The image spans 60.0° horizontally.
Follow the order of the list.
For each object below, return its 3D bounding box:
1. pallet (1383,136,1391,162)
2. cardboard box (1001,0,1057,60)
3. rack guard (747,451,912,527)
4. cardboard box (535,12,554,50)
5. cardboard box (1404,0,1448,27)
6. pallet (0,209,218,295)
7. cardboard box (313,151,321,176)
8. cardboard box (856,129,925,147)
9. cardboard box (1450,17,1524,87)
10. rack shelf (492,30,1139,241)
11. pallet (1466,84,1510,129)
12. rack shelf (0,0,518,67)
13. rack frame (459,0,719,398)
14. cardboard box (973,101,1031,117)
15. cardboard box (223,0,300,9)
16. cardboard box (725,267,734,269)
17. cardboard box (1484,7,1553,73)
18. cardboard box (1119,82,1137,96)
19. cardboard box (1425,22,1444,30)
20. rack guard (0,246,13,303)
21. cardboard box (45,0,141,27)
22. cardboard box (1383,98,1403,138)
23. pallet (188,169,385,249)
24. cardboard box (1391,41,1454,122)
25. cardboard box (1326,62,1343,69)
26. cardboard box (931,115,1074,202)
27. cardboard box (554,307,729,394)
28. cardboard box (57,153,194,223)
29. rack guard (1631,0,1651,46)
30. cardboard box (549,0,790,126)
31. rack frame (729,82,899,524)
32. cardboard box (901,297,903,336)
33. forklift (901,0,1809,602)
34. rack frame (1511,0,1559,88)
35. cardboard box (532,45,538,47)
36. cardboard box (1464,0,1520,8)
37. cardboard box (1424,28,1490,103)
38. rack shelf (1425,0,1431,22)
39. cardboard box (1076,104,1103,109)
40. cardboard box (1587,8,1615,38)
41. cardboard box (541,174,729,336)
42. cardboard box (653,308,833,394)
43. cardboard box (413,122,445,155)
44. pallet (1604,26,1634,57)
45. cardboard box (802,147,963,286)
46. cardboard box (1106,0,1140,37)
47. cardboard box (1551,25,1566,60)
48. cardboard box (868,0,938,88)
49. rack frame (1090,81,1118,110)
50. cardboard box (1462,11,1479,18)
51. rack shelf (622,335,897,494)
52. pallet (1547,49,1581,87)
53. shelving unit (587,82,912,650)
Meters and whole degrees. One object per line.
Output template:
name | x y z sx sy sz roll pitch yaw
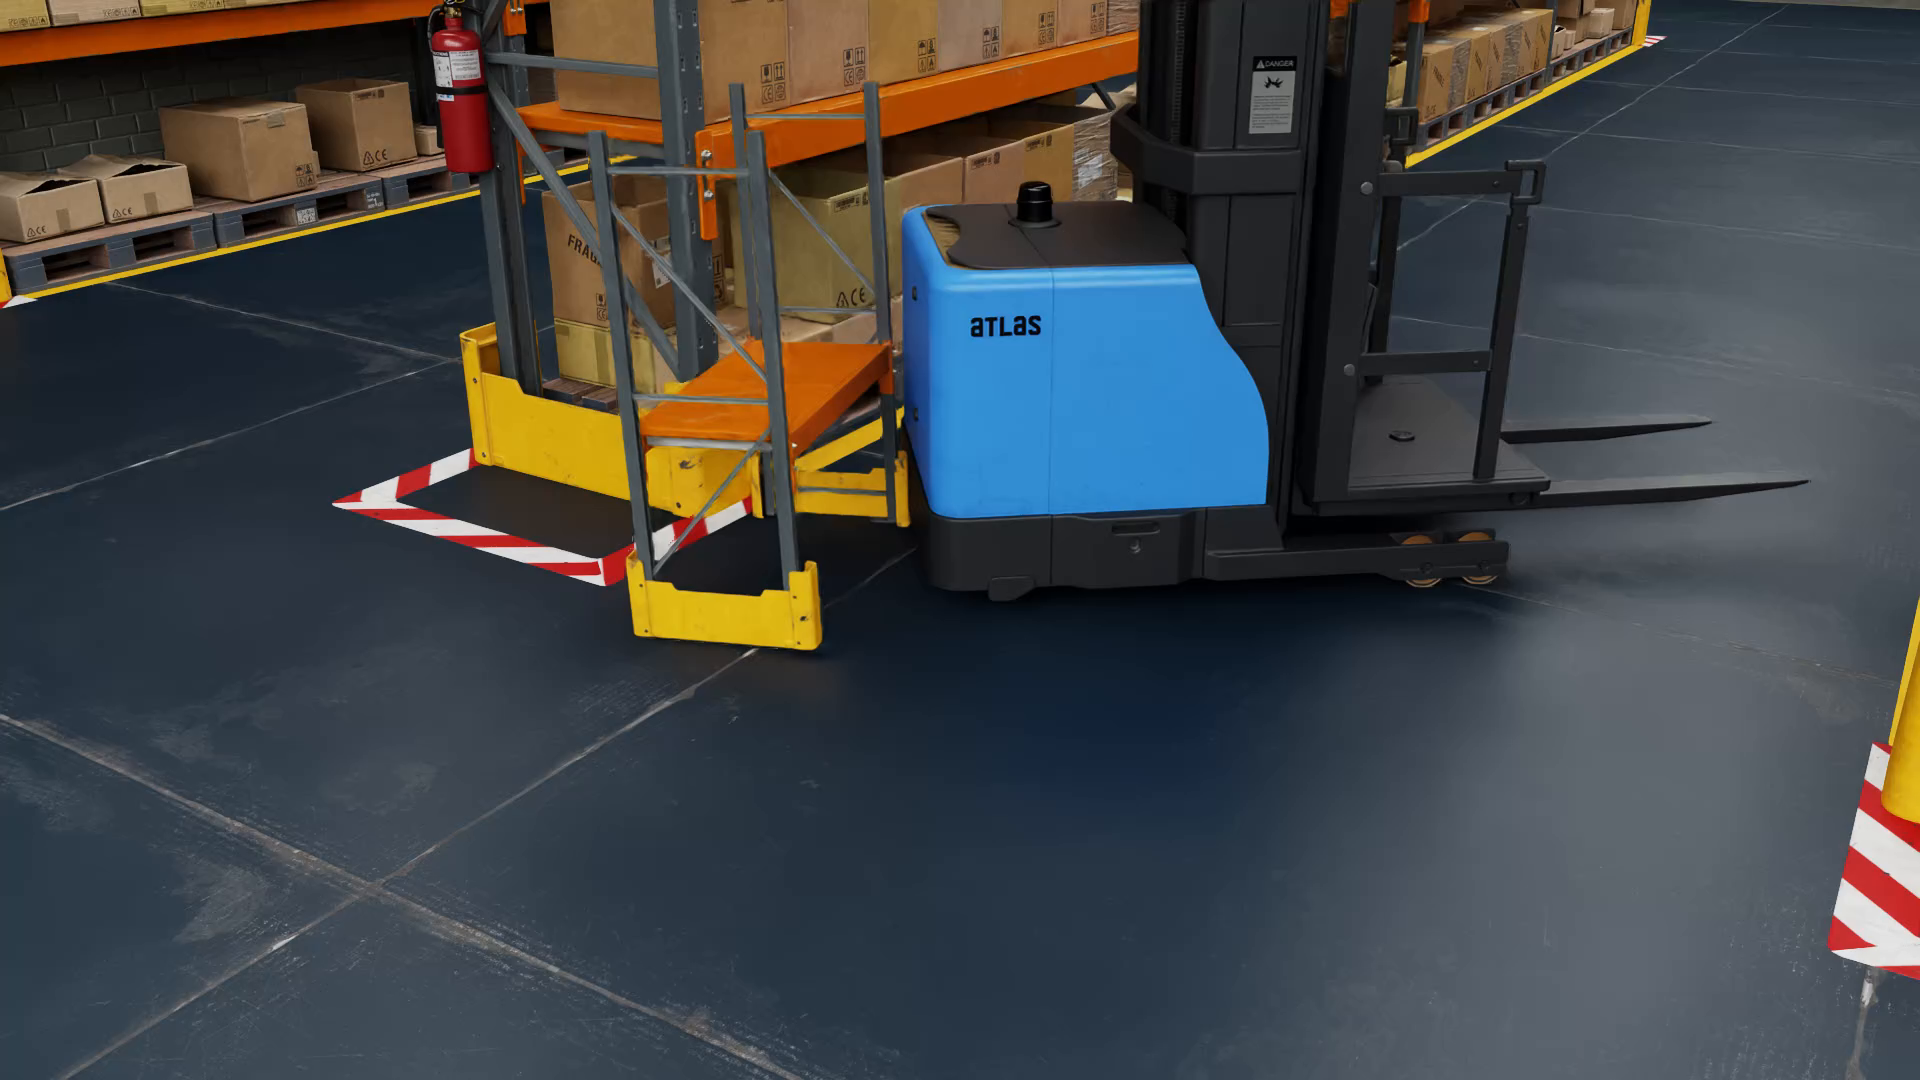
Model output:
pallet | 2.438 -2.783 11.912 1.003 0.211 1.213 14 27 29
cardboard box | 0.026 -2.529 7.690 0.700 0.500 0.500 14 27 30
rack guard | -0.454 -0.194 5.855 0.587 0.250 0.087 4 23 14
cardboard box | -2.812 -3.819 12.445 0.500 0.250 0.500 13 27 28
cardboard box | 3.761 -4.462 13.929 0.500 0.250 0.500 13 27 28
pallet | -5.027 -1.681 9.368 1.003 0.211 1.213 14 27 29
cardboard box | -4.276 -2.377 10.499 0.380 0.149 0.250 12 26 25
cardboard box | -0.505 -1.659 7.796 0.500 0.500 0.500 14 27 29
cardboard box | 4.465 -4.176 14.213 0.500 0.500 0.500 14 27 30
rack shelf | -0.260 -1.977 7.446 1.077 0.370 4.000 14 27 29
pallet | 3.975 -3.706 14.046 1.003 0.211 1.213 14 27 29
rack shelf | -4.470 -3.014 9.841 1.077 0.370 4.000 14 27 29
rack frame | -1.315 -1.632 5.744 1.000 3.000 0.127 14 27 29
cardboard box | 0.027 -1.996 8.573 0.500 0.500 0.500 14 27 29
cardboard box | -4.194 -3.226 9.590 0.500 0.250 0.500 14 27 29
cardboard box | -0.767 -1.146 7.554 0.500 0.250 0.500 14 27 29
cardboard box | 4.998 -4.510 14.985 0.500 0.500 0.500 14 27 29
cardboard box | 1.299 -2.712 10.465 0.500 0.311 0.500 14 27 29
cardboard box | 3.744 -4.105 14.048 0.500 0.500 0.500 13 26 27
rack guard | -5.485 -1.547 8.695 1.175 0.500 0.348 14 27 29
cardboard box | -4.736 -2.885 8.803 0.500 0.250 0.500 13 27 27
cardboard box | 2.835 -3.034 11.915 0.500 0.250 0.500 15 27 30
pallet | -4.382 -2.092 10.316 1.003 0.211 1.213 14 27 29
cardboard box | 3.388 -3.480 12.607 0.500 0.500 0.500 15 28 31
cardboard box | 2.569 -3.115 11.396 0.500 0.311 0.500 13 27 28
cardboard box | 0.202 -1.719 7.933 0.500 0.500 0.500 14 27 29
cardboard box | -1.283 -0.806 6.768 0.500 0.250 0.500 14 27 29
cardboard box | -4.783 -2.044 9.526 0.500 0.311 0.500 16 28 33
rack guard | 7.085 -5.859 18.655 1.175 0.500 0.348 14 27 29
cardboard box | -1.058 -1.833 6.082 0.700 0.500 0.500 14 27 29
rack frame | -0.477 -0.773 5.622 0.500 1.500 0.032 4 23 14
cardboard box | -0.318 -1.035 7.298 0.500 0.250 0.500 14 27 29
forklift | 1.344 -1.396 5.285 3.031 2.935 1.130 -3 24 -7
rack frame | 5.015 -5.682 15.099 1.000 3.000 0.127 14 27 29
cardboard box | -2.811 -3.510 12.676 0.700 0.500 0.500 13 27 28
cardboard box | 5.075 -4.988 16.090 0.500 0.500 0.500 14 27 29
cardboard box | 3.928 -3.827 13.406 0.500 0.500 0.500 13 27 28
rack shelf | 3.960 -4.677 13.683 1.077 0.370 4.000 14 27 29
cardboard box | 0.765 -2.367 9.668 0.500 0.311 0.500 14 27 29
cardboard box | 6.521 -5.423 17.408 0.500 0.250 0.500 14 27 29
cardboard box | -1.285 -1.150 6.620 0.500 0.500 0.500 14 27 29
cardboard box | -0.843 -0.697 6.517 0.500 0.250 0.500 14 27 29
cardboard box | -3.672 -2.734 11.301 0.380 0.166 0.250 10 25 22
pallet | 6.665 -5.457 18.091 1.003 0.211 1.213 14 27 29
cardboard box | -0.328 -1.382 7.155 0.500 0.500 0.500 14 27 29
cardboard box | 0.566 -2.877 8.493 0.700 0.500 0.500 13 27 28
cardboard box | 5.420 -4.746 15.769 0.500 0.311 0.500 14 27 29
cardboard box | -0.518 -2.177 6.878 0.700 0.500 0.500 14 27 29
rack frame | 0.795 -2.982 8.862 1.000 3.000 0.127 14 27 29
cardboard box | 4.281 -4.442 14.828 0.500 0.500 0.500 14 27 30
rack shelf | -0.598 -0.417 5.235 0.538 0.185 1.000 4 23 14
pallet | 5.378 -4.634 16.188 1.003 0.211 1.213 14 27 29
shelving unit | -0.603 -0.587 5.176 0.587 1.500 1.083 4 23 14
